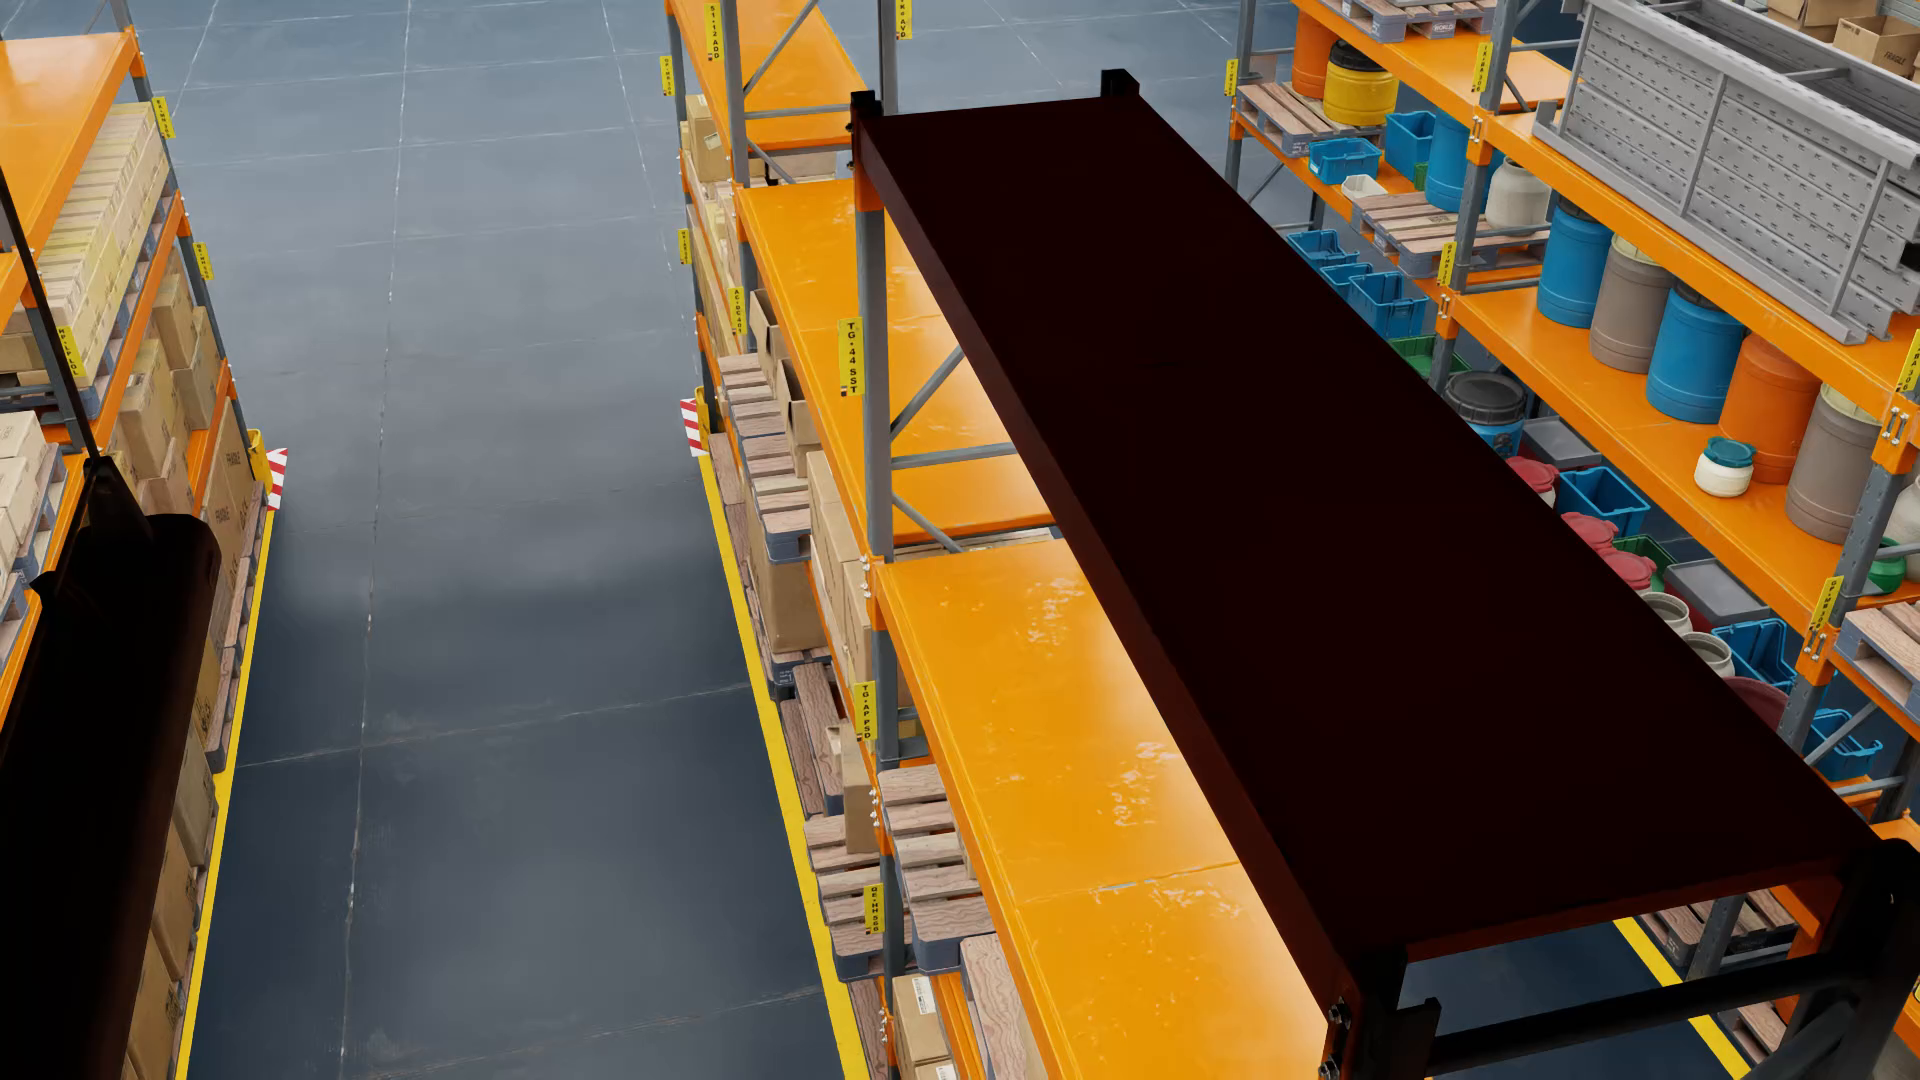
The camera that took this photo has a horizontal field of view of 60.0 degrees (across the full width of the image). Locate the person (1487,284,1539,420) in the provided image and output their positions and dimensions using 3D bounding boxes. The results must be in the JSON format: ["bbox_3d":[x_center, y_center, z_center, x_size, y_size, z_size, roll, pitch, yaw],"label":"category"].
[{"bbox_3d":[5.023,-1.697,15.162,0.435,1.546,0.967,-18,38,-25],"label":"person"}]
